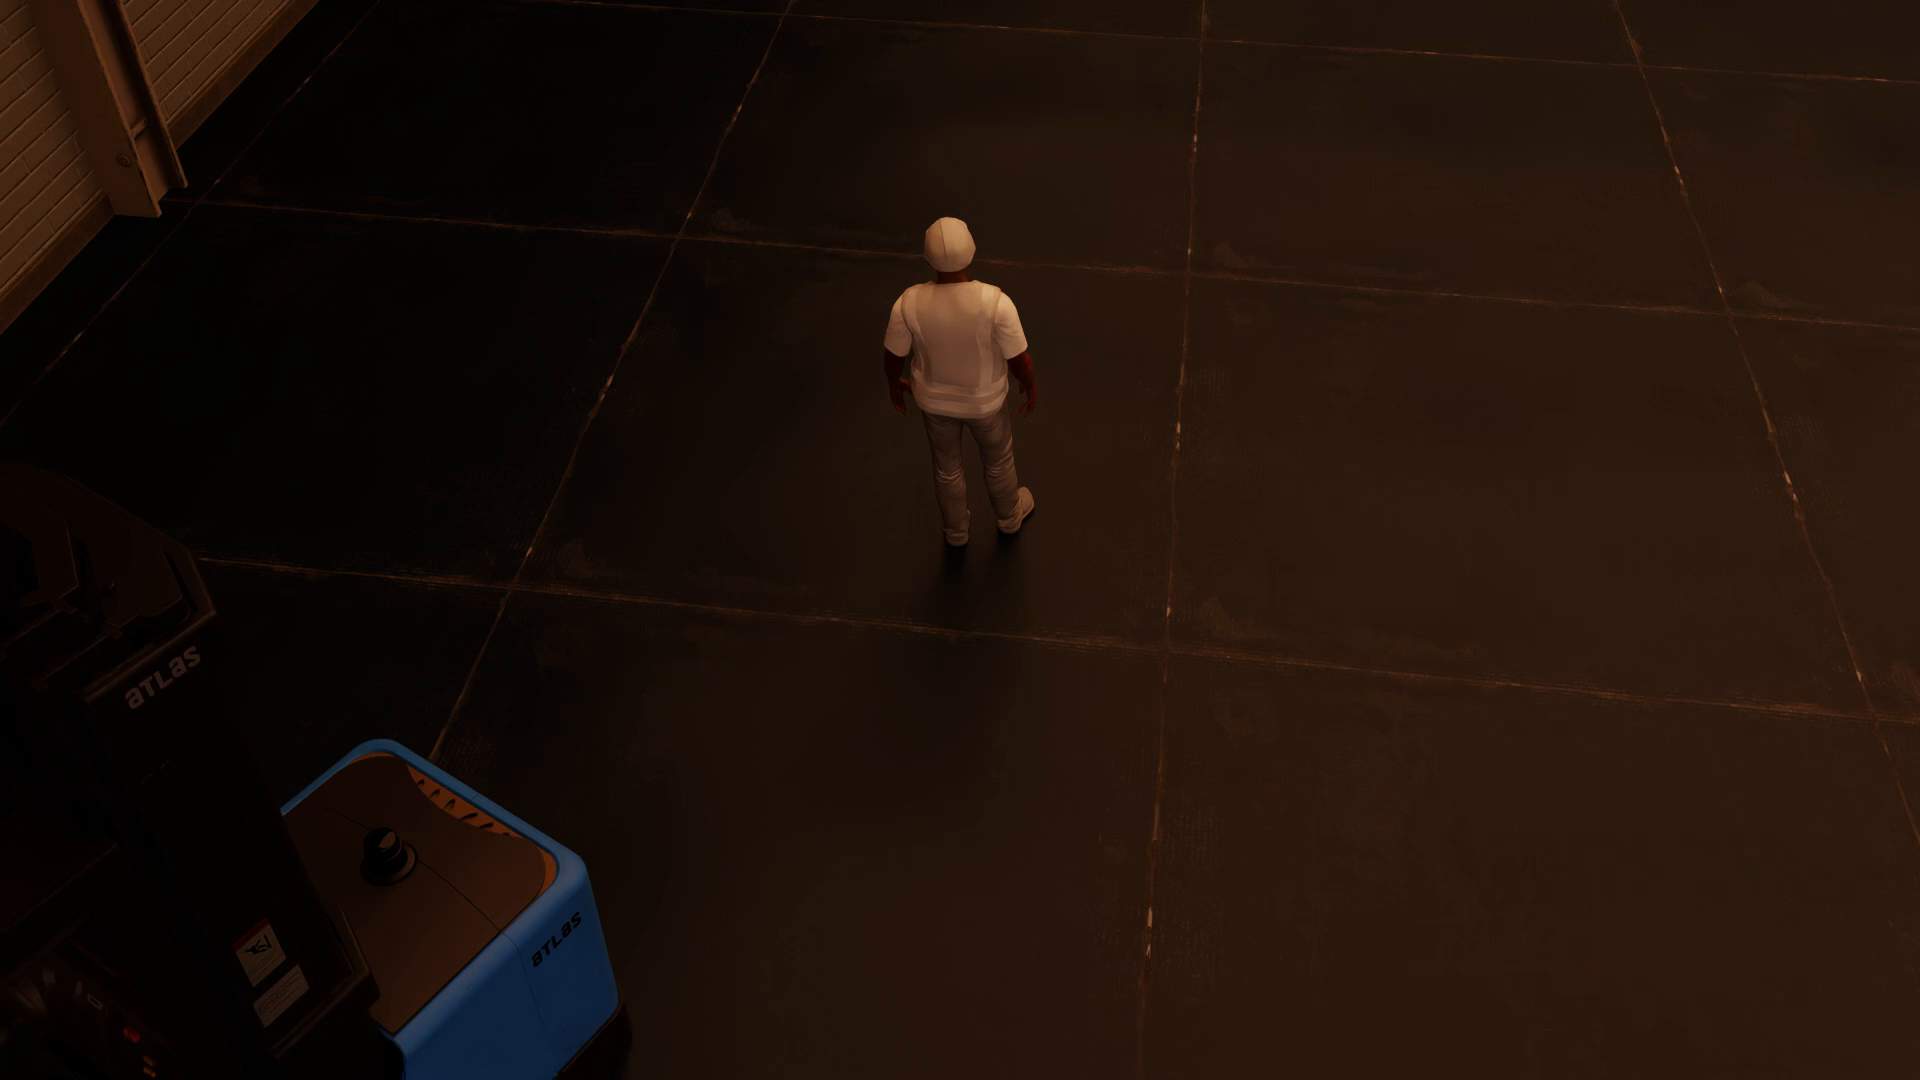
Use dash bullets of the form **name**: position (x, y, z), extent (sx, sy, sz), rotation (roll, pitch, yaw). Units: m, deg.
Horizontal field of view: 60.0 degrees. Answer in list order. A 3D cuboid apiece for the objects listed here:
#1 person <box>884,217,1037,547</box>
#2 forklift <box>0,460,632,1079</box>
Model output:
- **person**: position (0.015, -0.702, 7.338), extent (0.665, 1.765, 0.577), rotation (5, 43, 6)
- **forklift**: position (-2.399, 1.365, 4.239), extent (1.130, 2.935, 3.031), rotation (25, 48, 24)
